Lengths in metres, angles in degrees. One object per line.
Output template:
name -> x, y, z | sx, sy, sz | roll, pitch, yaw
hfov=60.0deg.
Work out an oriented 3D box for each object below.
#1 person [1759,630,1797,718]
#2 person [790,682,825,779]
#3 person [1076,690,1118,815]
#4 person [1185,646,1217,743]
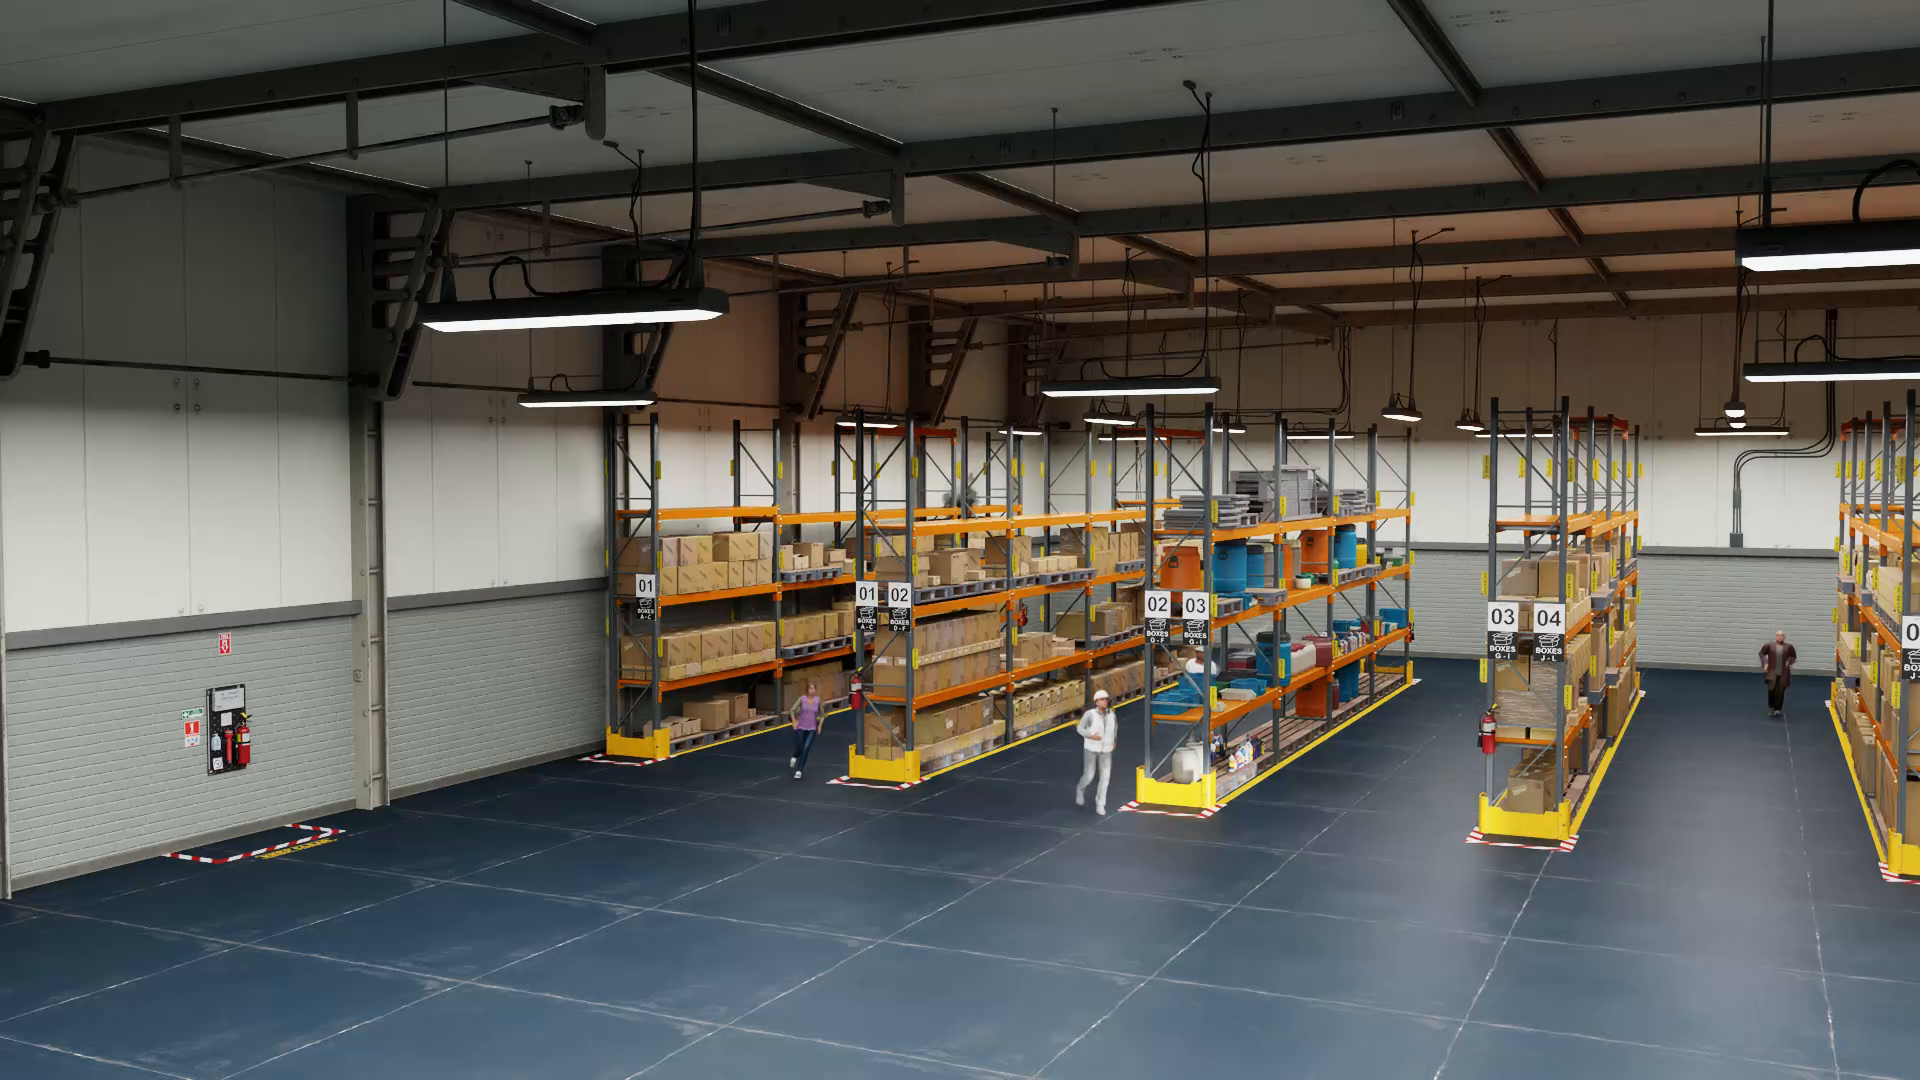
person -> 16.523, 2.713, 33.594 | 0.680, 1.777, 0.745 | 1, 3, 23
person -> -2.486, 3.100, 27.187 | 0.583, 1.511, 0.606 | -1, 2, -12
person -> 2.040, 3.081, 24.383 | 0.688, 1.768, 0.916 | -1, 2, -14
person -> 4.410, 2.834, 30.650 | 0.671, 1.829, 0.759 | 1, 3, 22
